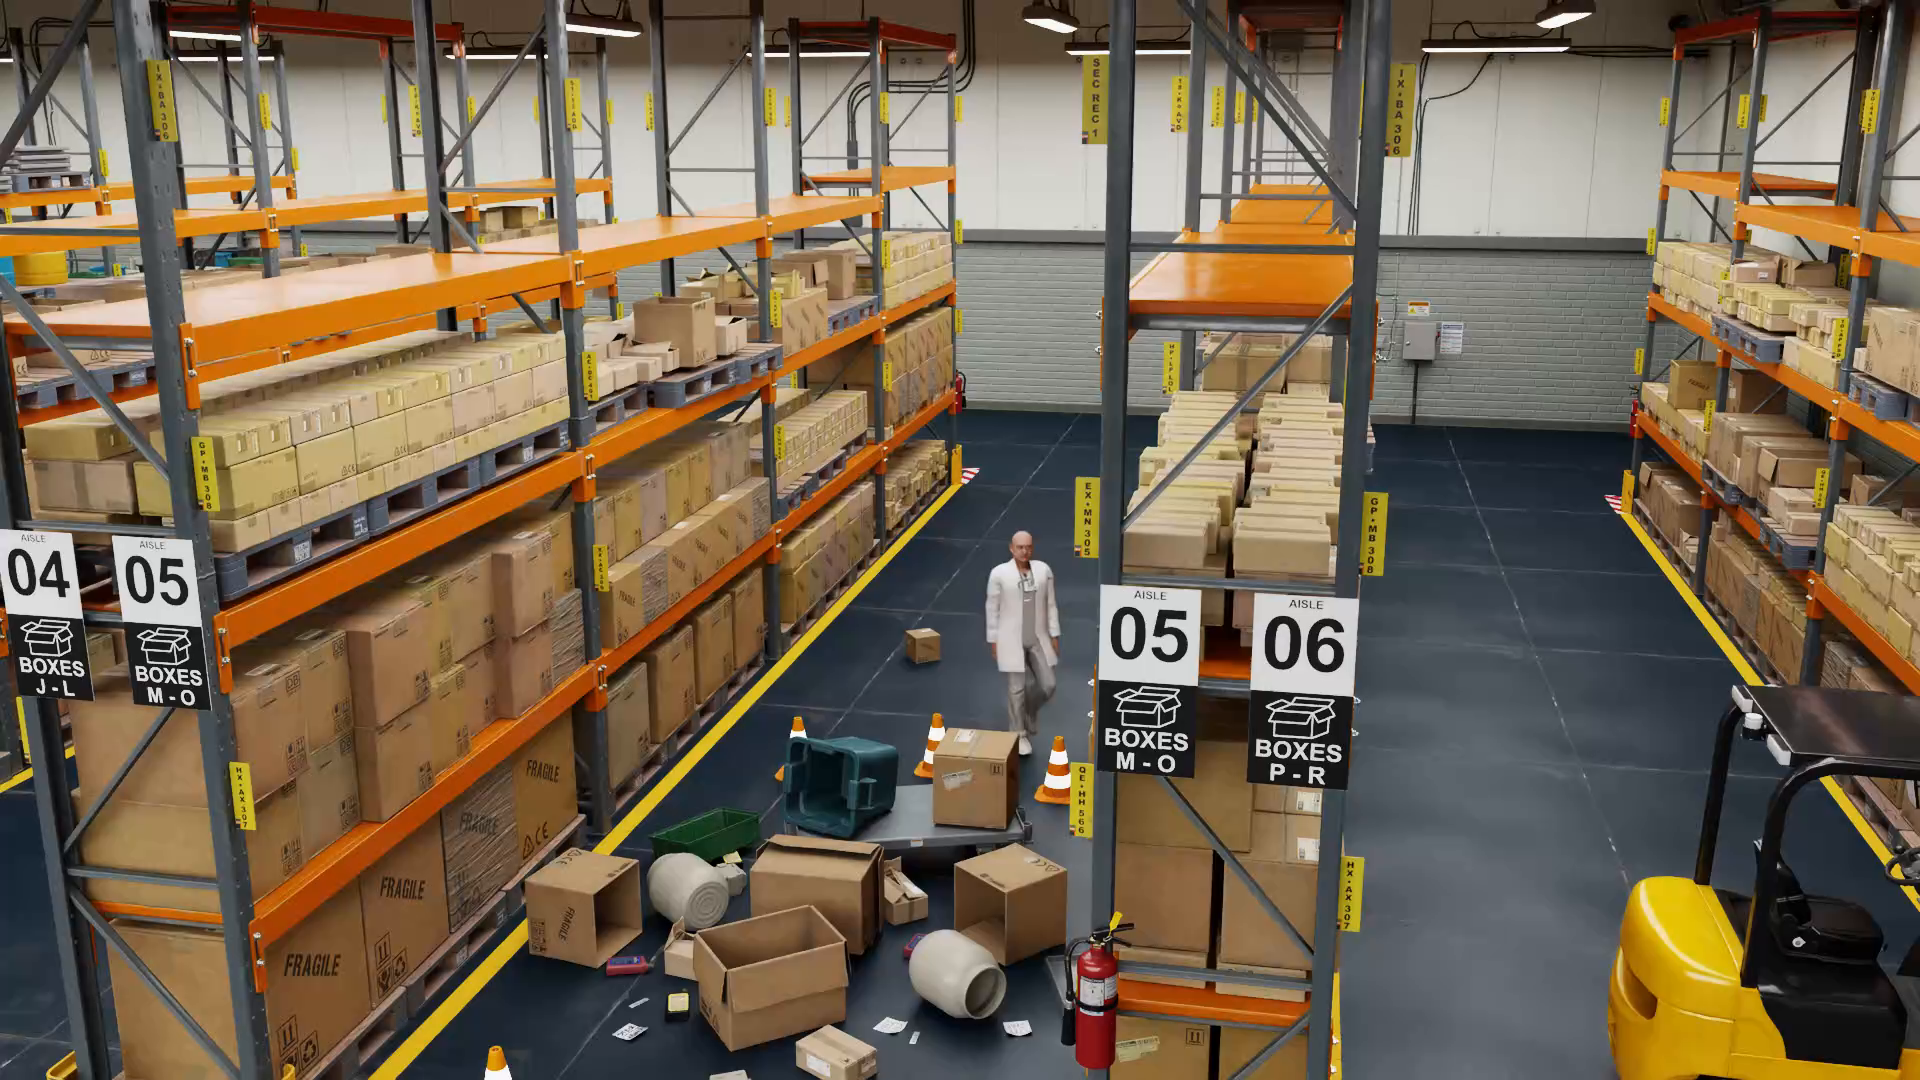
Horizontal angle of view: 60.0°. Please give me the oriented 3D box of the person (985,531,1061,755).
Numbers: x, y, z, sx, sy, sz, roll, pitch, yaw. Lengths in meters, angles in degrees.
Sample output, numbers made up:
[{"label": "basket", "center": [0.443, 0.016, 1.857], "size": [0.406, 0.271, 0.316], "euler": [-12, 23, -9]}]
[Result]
[{"label": "person", "center": [0.518, 0.802, 13.315], "size": [0.608, 1.769, 0.609], "euler": [-4, 15, -16]}]
